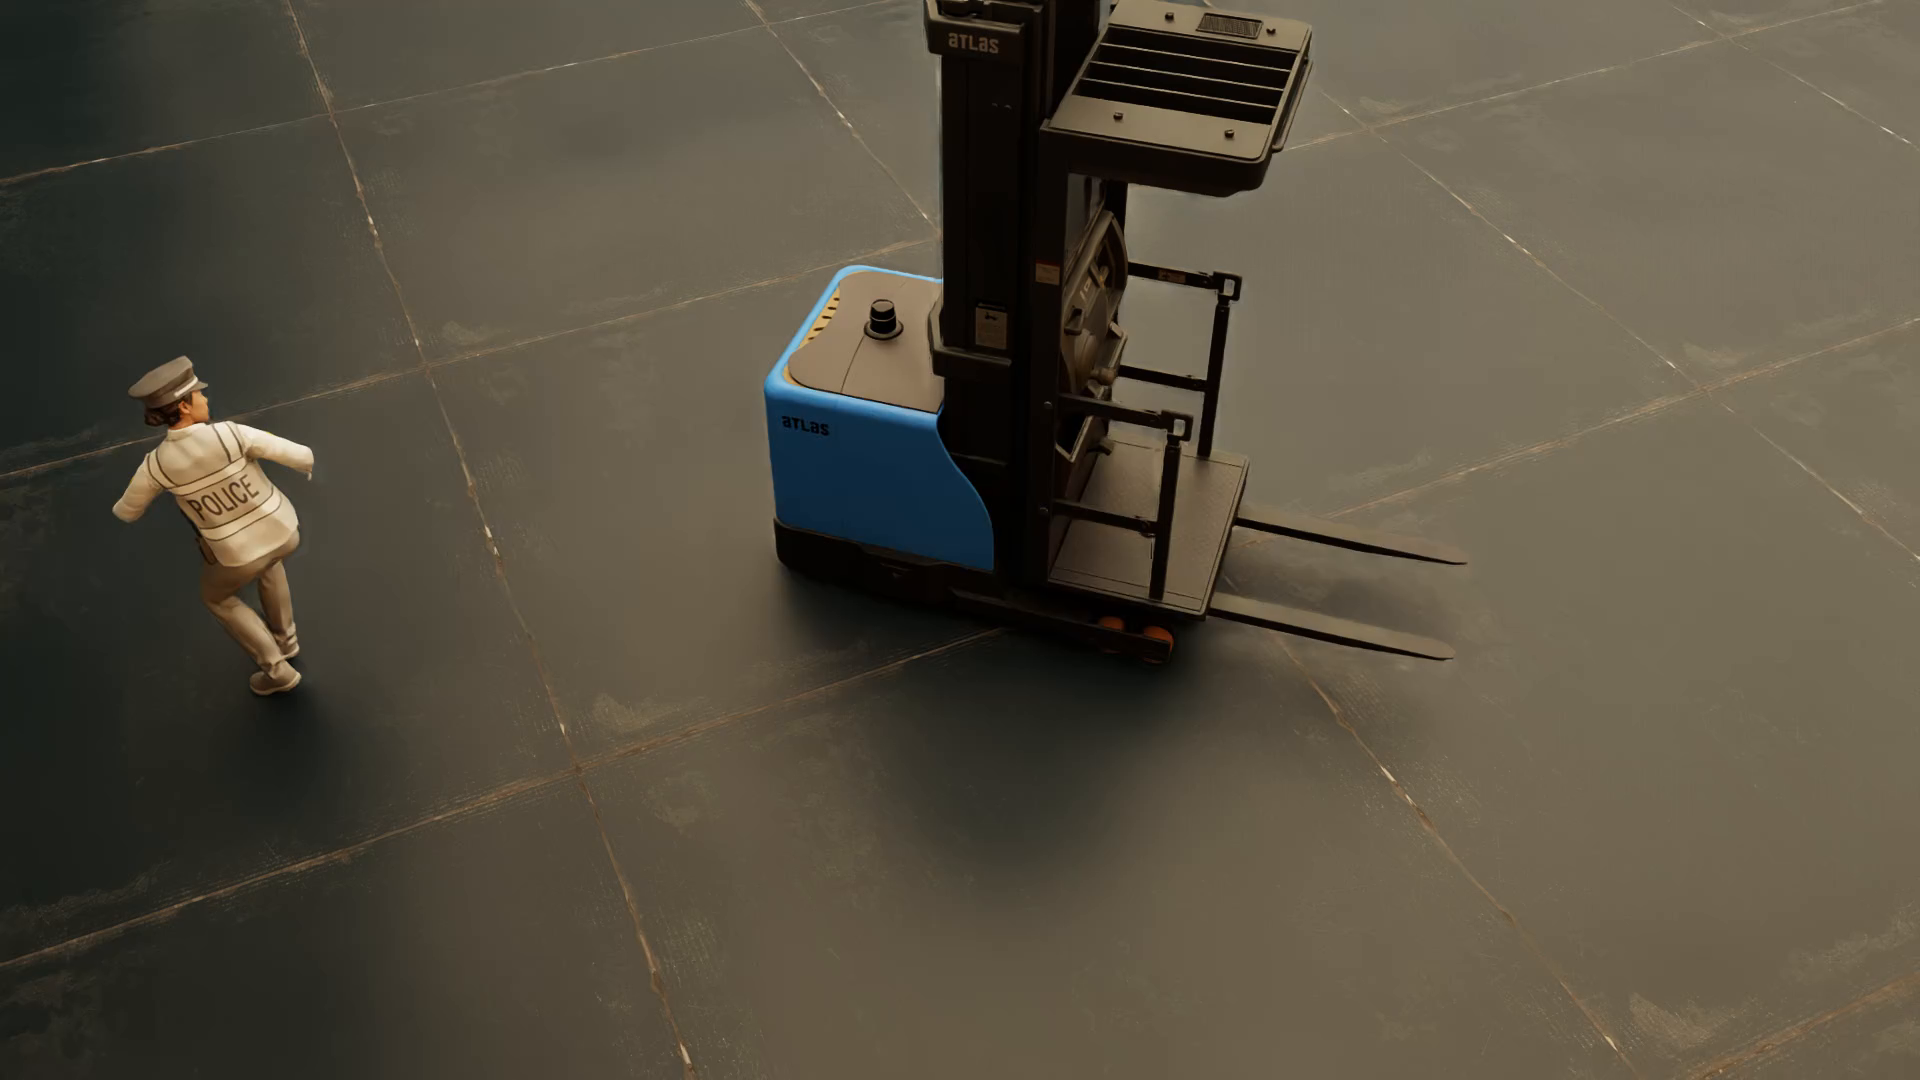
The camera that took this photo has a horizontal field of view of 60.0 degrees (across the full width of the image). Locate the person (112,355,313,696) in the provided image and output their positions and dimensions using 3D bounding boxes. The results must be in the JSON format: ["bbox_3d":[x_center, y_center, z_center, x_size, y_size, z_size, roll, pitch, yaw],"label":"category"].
[{"bbox_3d":[-2.978,-0.092,6.772,0.761,1.578,0.695,-31,51,-29],"label":"person"}]

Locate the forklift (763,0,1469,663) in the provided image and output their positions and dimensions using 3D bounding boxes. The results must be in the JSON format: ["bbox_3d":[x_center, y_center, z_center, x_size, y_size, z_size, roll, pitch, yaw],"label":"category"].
[{"bbox_3d":[0.730,-0.944,6.691,3.031,2.935,1.130,12,44,13],"label":"forklift"}]
